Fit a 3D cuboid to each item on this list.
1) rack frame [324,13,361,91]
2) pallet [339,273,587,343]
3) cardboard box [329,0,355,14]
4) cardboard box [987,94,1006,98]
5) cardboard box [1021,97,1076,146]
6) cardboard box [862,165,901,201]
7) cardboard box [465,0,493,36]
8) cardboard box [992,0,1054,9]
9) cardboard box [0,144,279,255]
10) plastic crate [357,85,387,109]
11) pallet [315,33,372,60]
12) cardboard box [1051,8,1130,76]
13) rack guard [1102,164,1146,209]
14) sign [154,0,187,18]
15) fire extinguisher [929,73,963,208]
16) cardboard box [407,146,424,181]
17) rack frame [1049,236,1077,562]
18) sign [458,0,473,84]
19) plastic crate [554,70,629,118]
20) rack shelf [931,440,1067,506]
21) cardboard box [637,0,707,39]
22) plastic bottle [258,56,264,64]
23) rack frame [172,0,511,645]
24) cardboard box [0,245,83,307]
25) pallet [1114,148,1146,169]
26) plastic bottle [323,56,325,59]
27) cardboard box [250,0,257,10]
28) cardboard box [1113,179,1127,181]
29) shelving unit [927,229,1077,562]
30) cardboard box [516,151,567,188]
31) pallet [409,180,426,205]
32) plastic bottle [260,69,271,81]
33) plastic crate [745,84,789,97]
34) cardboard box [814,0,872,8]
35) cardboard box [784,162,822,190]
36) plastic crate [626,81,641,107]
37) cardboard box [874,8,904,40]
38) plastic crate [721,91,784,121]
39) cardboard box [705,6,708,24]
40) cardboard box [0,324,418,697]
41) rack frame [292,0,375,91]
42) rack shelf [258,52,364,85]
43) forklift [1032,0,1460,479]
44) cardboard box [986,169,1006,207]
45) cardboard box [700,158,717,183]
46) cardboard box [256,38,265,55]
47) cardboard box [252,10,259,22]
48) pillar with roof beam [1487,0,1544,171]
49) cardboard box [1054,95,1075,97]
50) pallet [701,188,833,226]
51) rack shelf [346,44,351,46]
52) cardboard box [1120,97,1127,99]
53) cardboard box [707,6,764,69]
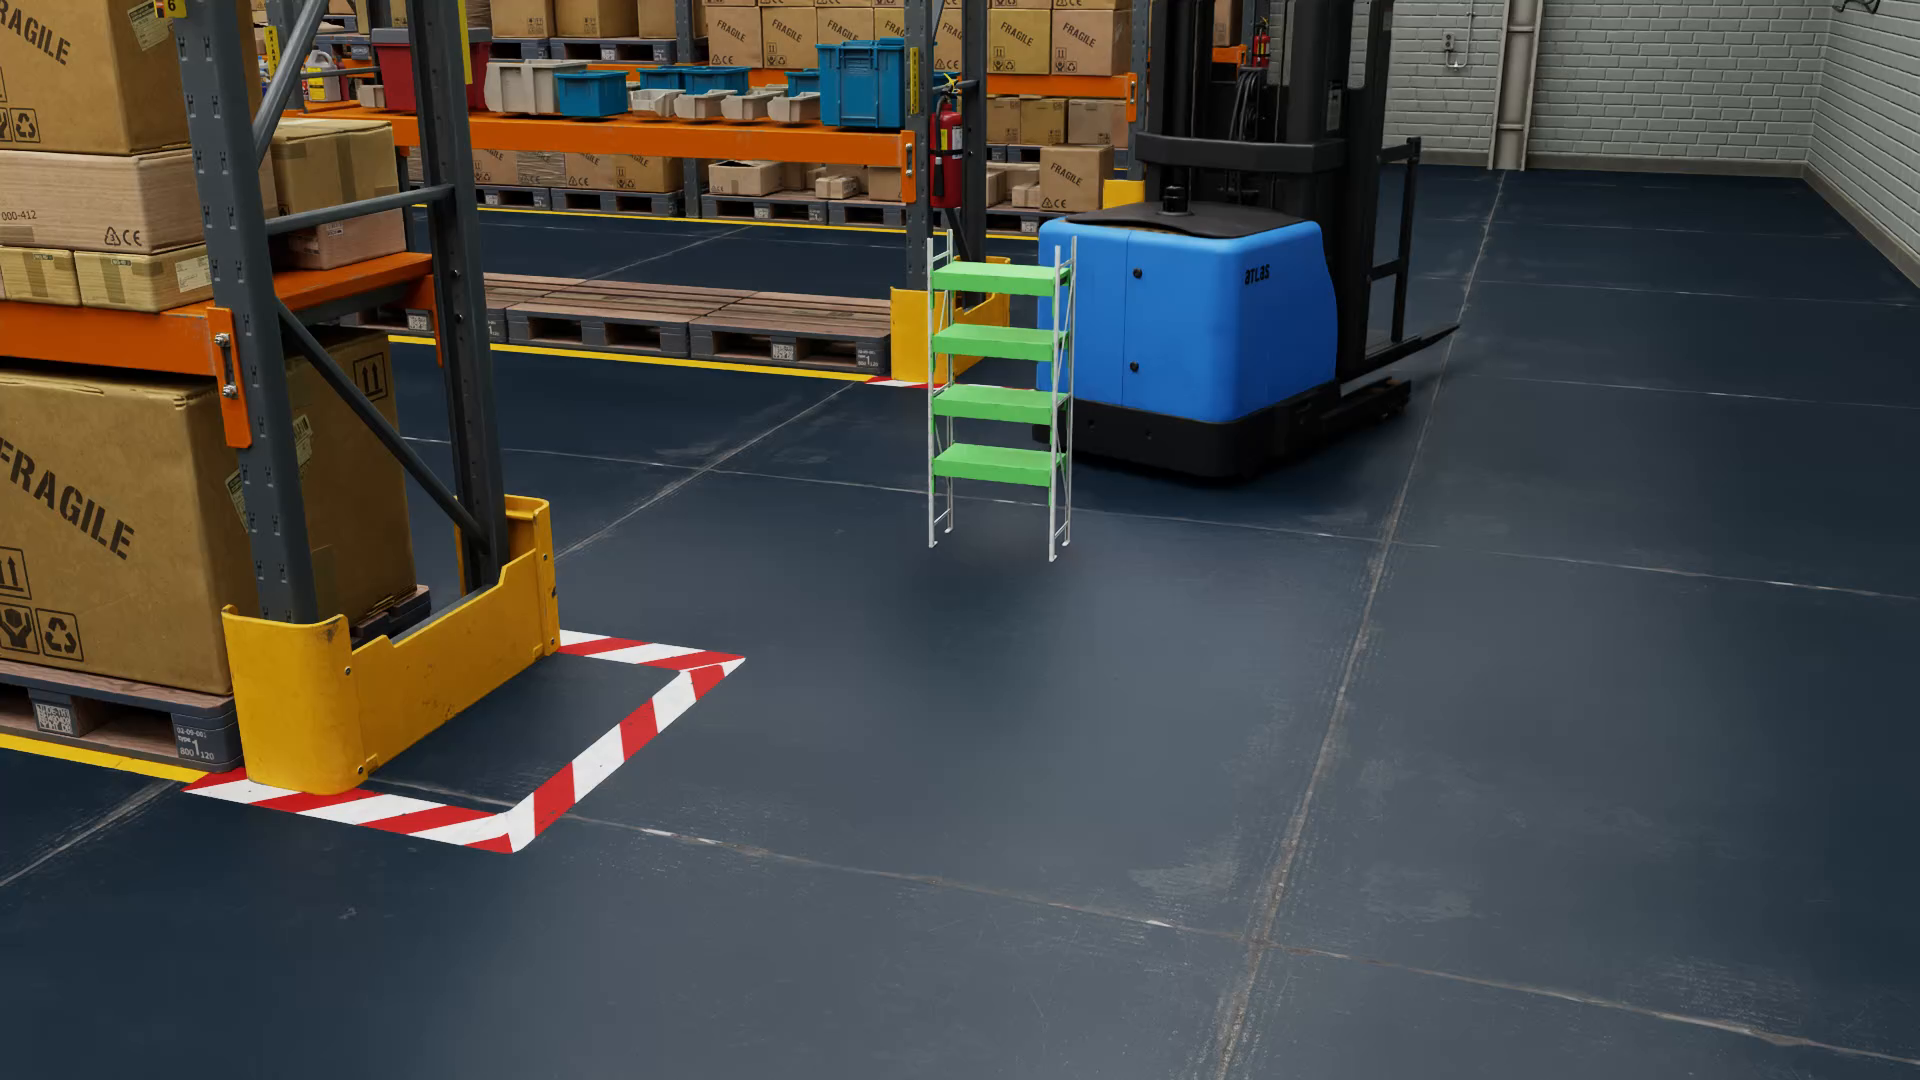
[{"bbox_3d":[-8.151,-6.828,21.608,0.127,3.000,1.000,7,20,18],"label":"rack frame"},{"bbox_3d":[-3.138,-1.500,10.558,1.213,0.211,1.003,7,20,18],"label":"pallet"},{"bbox_3d":[-7.681,-7.018,21.331,0.500,0.500,0.700,7,20,18],"label":"cardboard box"},{"bbox_3d":[0.342,-5.082,18.772,0.250,0.149,0.380,7,20,20],"label":"cardboard box"},{"bbox_3d":[1.036,-4.758,18.828,0.500,0.500,0.700,7,20,19],"label":"cardboard box"},{"bbox_3d":[-0.440,-3.251,14.470,0.637,0.503,0.797,7,20,18],"label":"cardboard box"},{"bbox_3d":[-4.561,-4.910,15.315,0.500,0.500,0.700,11,22,28],"label":"cardboard box"},{"bbox_3d":[0.574,-4.528,13.337,0.500,0.500,0.500,7,20,20],"label":"cardboard box"},{"bbox_3d":[-2.237,-0.951,4.524,0.500,0.250,0.500,6,20,17],"label":"cardboard box"},{"bbox_3d":[-3.452,-2.693,10.054,0.243,0.136,0.396,7,20,18],"label":"plastic crate"},{"bbox_3d":[-5.331,-4.713,15.833,1.003,0.211,1.213,7,20,18],"label":"pallet"},{"bbox_3d":[1.050,-4.002,13.349,0.500,0.500,0.500,7,20,20],"label":"cardboard box"},{"bbox_3d":[1.491,-2.819,13.905,0.348,0.500,1.175,7,20,18],"label":"rack guard"},{"bbox_3d":[-1.883,-1.403,3.925,0.005,0.325,0.100,7,20,18],"label":"sign"},{"bbox_3d":[-0.073,-2.081,8.674,0.183,0.674,0.296,7,20,18],"label":"fire extinguisher"},{"bbox_3d":[-5.162,-3.690,15.734,0.500,0.500,0.500,6,20,16],"label":"cardboard box"},{"bbox_3d":[0.387,-0.522,6.252,0.015,1.200,0.240,7,20,18],"label":"rack frame"},{"bbox_3d":[-1.504,-1.530,4.972,0.005,0.325,0.100,7,20,18],"label":"sign"},{"bbox_3d":[-2.091,-2.543,9.478,0.300,0.233,0.416,7,20,18],"label":"plastic crate"},{"bbox_3d":[0.156,-0.262,6.427,0.480,0.148,0.258,7,20,18],"label":"rack shelf"},{"bbox_3d":[-2.590,-4.790,14.970,0.500,0.500,0.700,0,19,0],"label":"cardboard box"},{"bbox_3d":[-4.604,-3.052,10.970,0.097,0.271,0.097,0,19,0],"label":"plastic bottle"},{"bbox_3d":[-1.692,-0.912,4.634,0.127,3.000,1.000,7,20,18],"label":"rack frame"},{"bbox_3d":[-2.383,-0.757,4.571,0.250,0.149,0.380,7,20,19],"label":"cardboard box"},{"bbox_3d":[2.404,-4.277,18.526,1.213,0.211,1.003,7,20,18],"label":"pallet"},{"bbox_3d":[-4.178,-3.015,10.847,0.133,0.283,0.061,7,20,18],"label":"plastic bottle"},{"bbox_3d":[-9.172,-7.128,21.526,0.500,0.500,0.500,6,20,18],"label":"cardboard box"},{"bbox_3d":[1.280,-3.005,14.303,0.250,0.149,0.380,7,20,18],"label":"cardboard box"},{"bbox_3d":[0.156,-0.549,6.327,0.503,1.200,0.258,7,20,18],"label":"shelving unit"},{"bbox_3d":[-3.714,-3.525,15.262,0.500,0.500,0.500,7,20,19],"label":"cardboard box"},{"bbox_3d":[-5.302,-3.446,16.142,1.213,0.211,1.003,7,20,18],"label":"pallet"},{"bbox_3d":[-4.526,-2.957,10.804,0.097,0.201,0.097,0,19,0],"label":"plastic bottle"},{"bbox_3d":[-1.108,-2.618,9.840,0.298,0.136,0.250,7,20,18],"label":"plastic crate"},{"bbox_3d":[-0.890,-4.693,13.812,0.500,0.500,0.500,6,20,16],"label":"cardboard box"},{"bbox_3d":[-1.585,-3.477,15.125,0.500,0.500,0.500,7,20,18],"label":"cardboard box"},{"bbox_3d":[-2.102,-2.693,10.054,0.466,0.136,0.293,7,20,18],"label":"plastic crate"},{"bbox_3d":[-0.387,-4.167,13.822,0.500,0.500,0.500,6,20,17],"label":"cardboard box"},{"bbox_3d":[-1.165,-2.423,9.280,0.243,0.136,0.396,7,20,18],"label":"plastic crate"},{"bbox_3d":[-3.038,-6.348,19.595,0.500,0.500,0.500,6,20,18],"label":"cardboard box"},{"bbox_3d":[-2.323,-0.151,5.042,0.875,0.875,0.875,7,20,18],"label":"cardboard box"},{"bbox_3d":[-5.995,-4.855,15.949,0.127,3.000,1.000,7,20,18],"label":"rack frame"},{"bbox_3d":[-7.884,-4.732,16.687,4.000,0.370,1.077,7,20,18],"label":"rack shelf"},{"bbox_3d":[1.635,-2.069,8.060,1.130,2.935,3.031,14,24,35],"label":"forklift"},{"bbox_3d":[0.080,-2.995,14.120,0.500,0.250,0.500,7,20,18],"label":"cardboard box"},{"bbox_3d":[-2.593,-3.579,15.415,0.500,0.500,0.500,6,20,16],"label":"cardboard box"},{"bbox_3d":[-6.935,-4.748,16.022,0.250,0.149,0.380,7,20,18],"label":"cardboard box"},{"bbox_3d":[-9.166,-6.780,21.667,0.500,0.250,0.500,7,20,18],"label":"cardboard box"},{"bbox_3d":[4.606,-7.004,12.997,0.400,9.000,9.100,7,20,18],"label":"pillar with roof beam"},{"bbox_3d":[1.237,-5.113,18.862,0.250,0.149,0.380,6,20,17],"label":"cardboard box"},{"bbox_3d":[-1.568,-3.032,14.954,1.213,0.211,1.003,7,20,18],"label":"pallet"},{"bbox_3d":[-6.262,-6.272,21.106,4.000,0.370,1.077,7,20,18],"label":"rack shelf"},{"bbox_3d":[1.959,-5.031,18.626,0.250,0.149,0.380,7,20,19],"label":"cardboard box"},{"bbox_3d":[-1.824,-4.331,14.292,0.500,0.500,0.500,7,20,19],"label":"cardboard box"}]
